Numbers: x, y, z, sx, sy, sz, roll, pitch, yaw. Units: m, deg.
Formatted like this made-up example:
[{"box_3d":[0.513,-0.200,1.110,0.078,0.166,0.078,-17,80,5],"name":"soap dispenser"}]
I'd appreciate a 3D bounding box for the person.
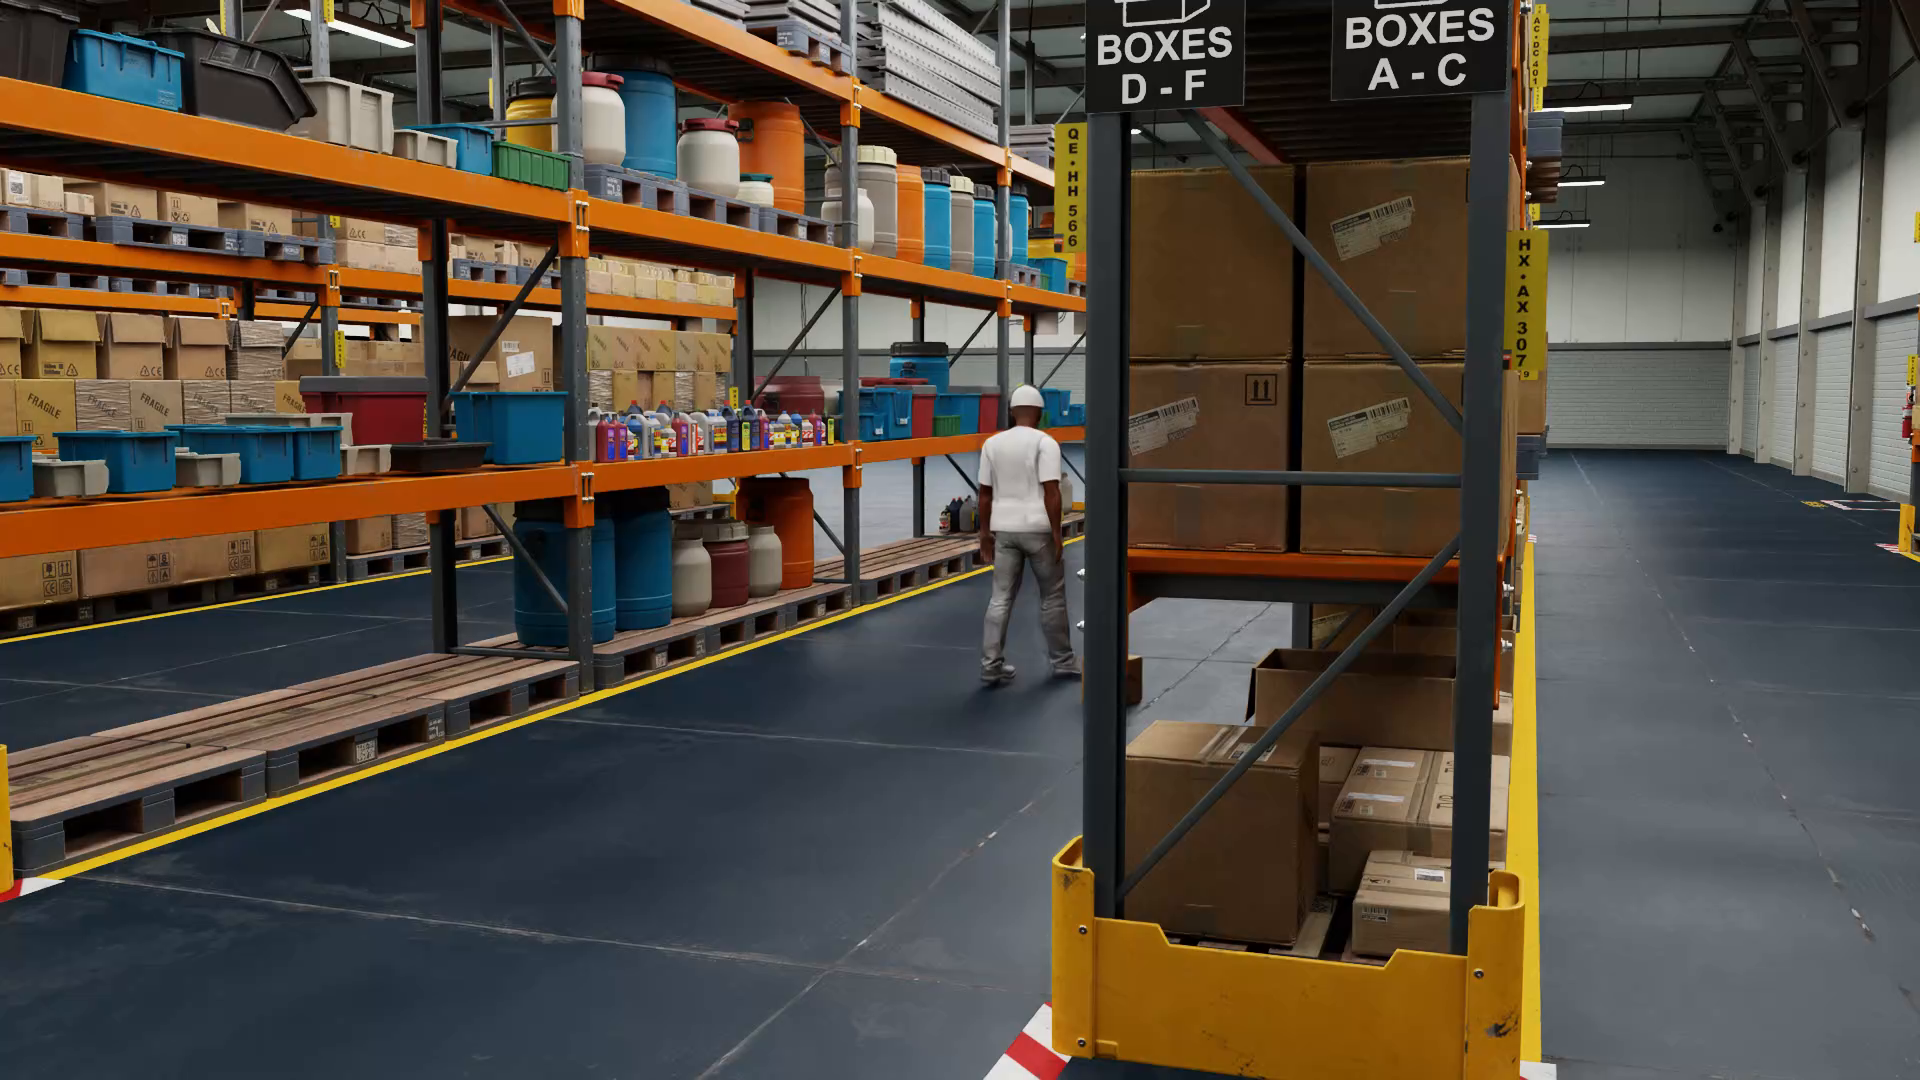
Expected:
[{"box_3d":[0.382,-0.034,9.889,0.624,1.763,0.785,3,6,33],"name":"person"}]
